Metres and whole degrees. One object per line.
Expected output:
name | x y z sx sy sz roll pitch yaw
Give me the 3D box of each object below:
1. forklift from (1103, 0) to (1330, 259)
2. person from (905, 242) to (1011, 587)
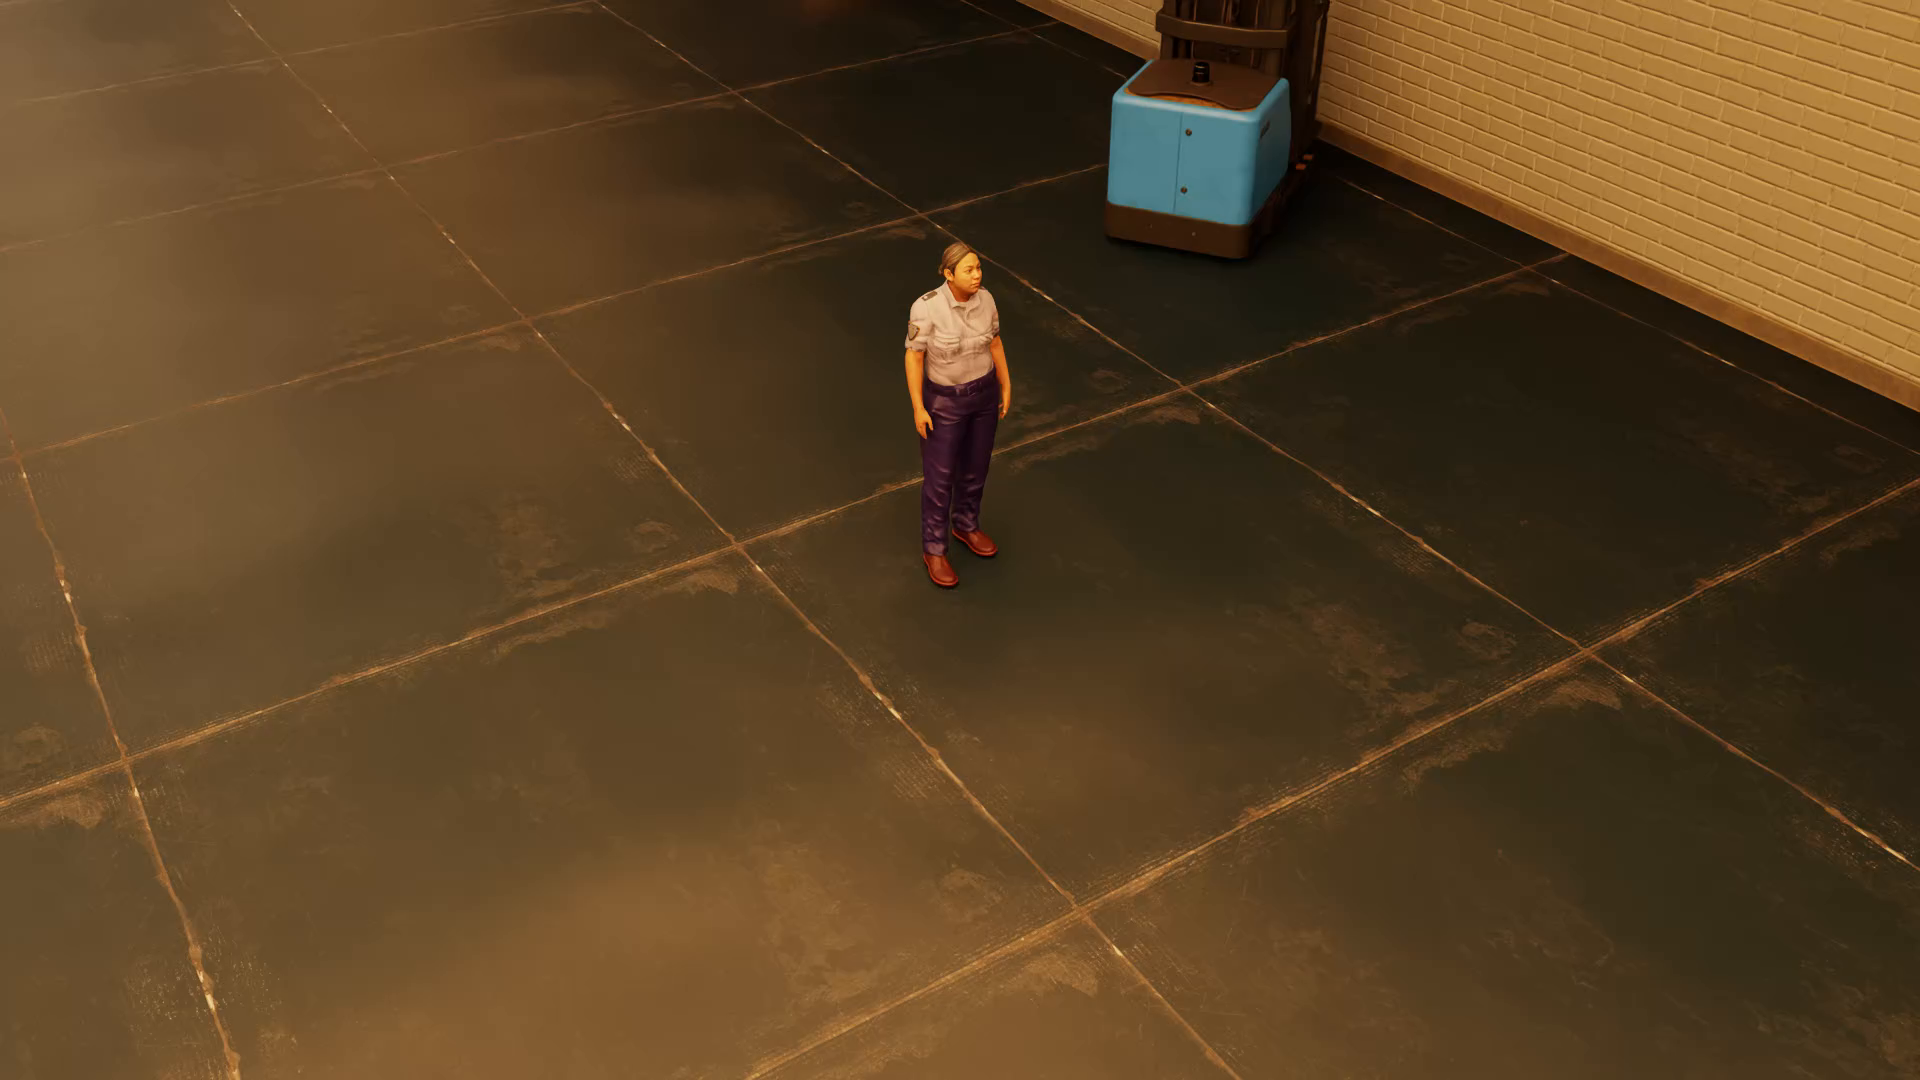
forklift | 2.062 -3.945 11.762 1.130 2.935 3.031 14 38 19
person | 0.029 -0.625 8.151 0.598 1.637 0.503 -21 40 -27
